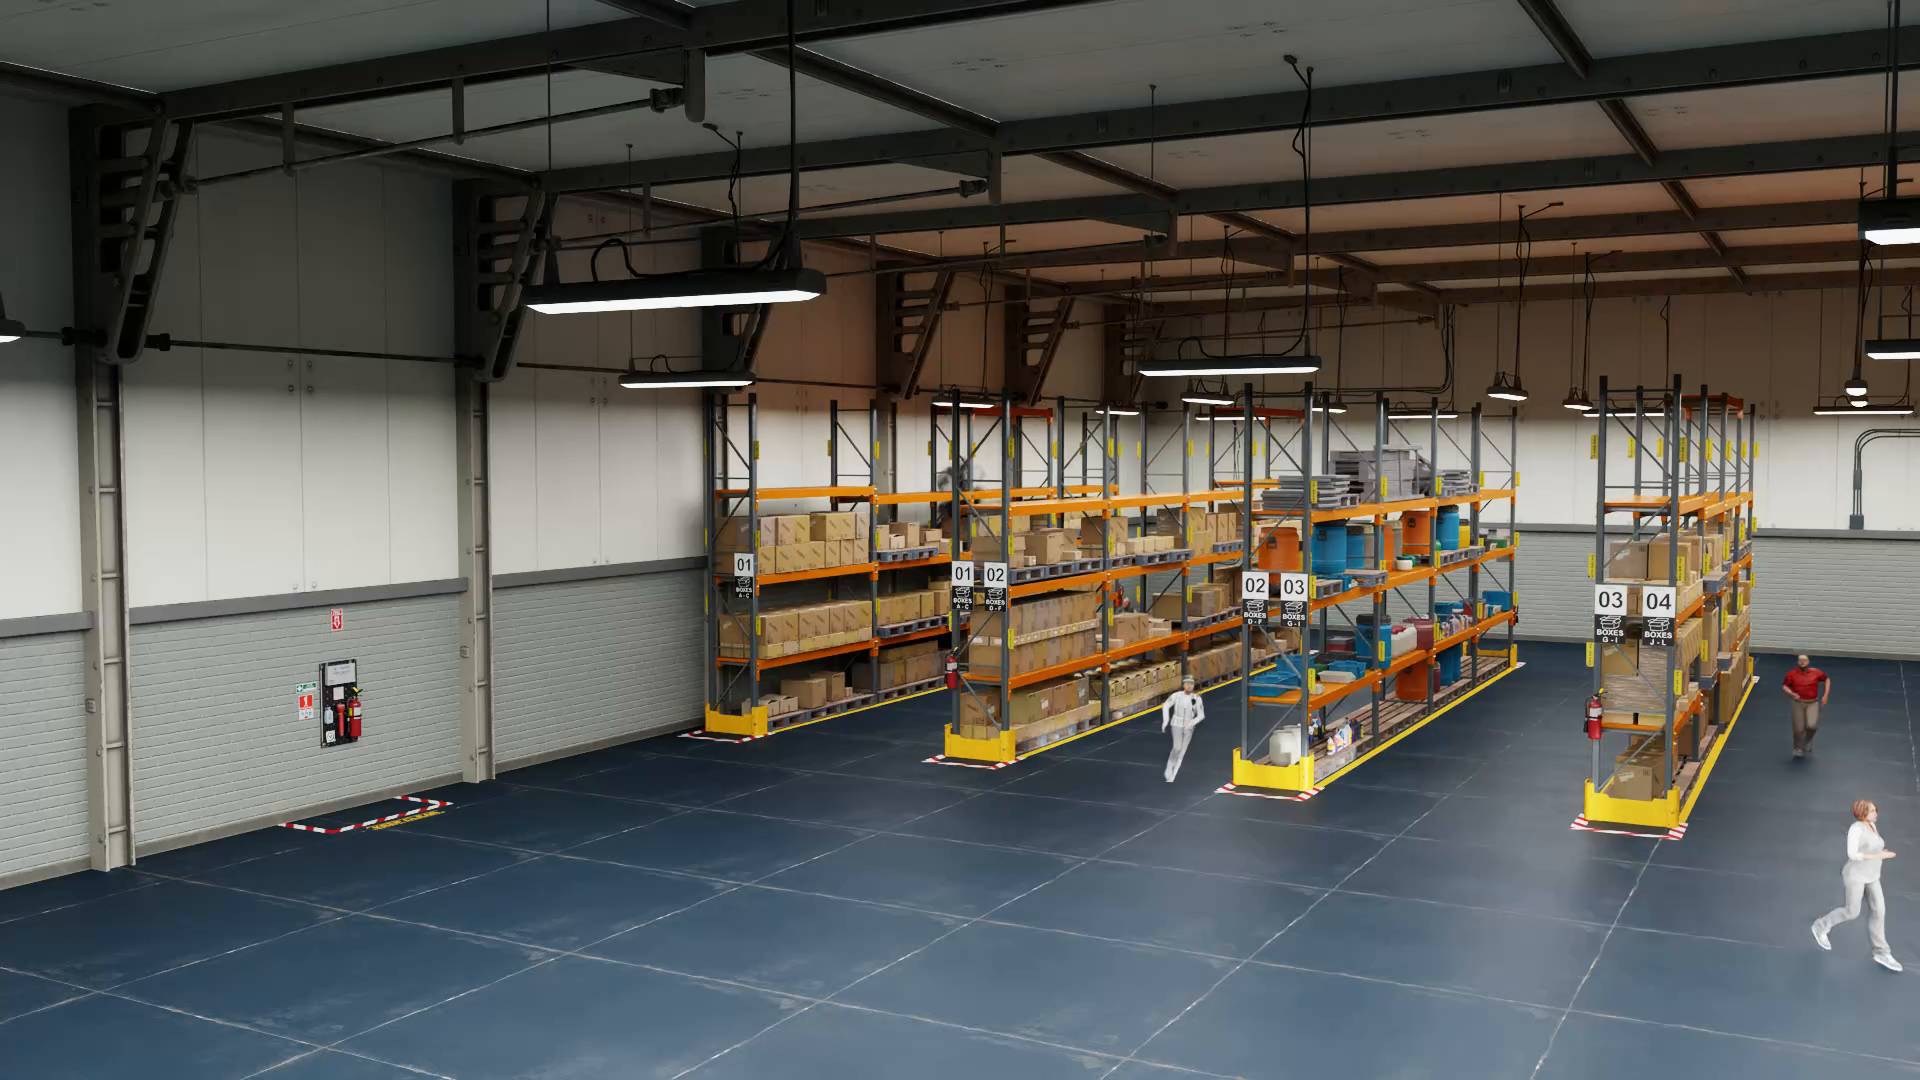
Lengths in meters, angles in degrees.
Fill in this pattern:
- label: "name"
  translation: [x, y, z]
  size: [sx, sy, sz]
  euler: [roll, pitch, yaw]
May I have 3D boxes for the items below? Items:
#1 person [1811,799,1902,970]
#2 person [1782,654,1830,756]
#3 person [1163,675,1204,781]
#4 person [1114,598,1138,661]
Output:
- label: "person"
  translation: [8.749, 3.303, 16.191]
  size: [0.565, 1.597, 0.859]
  euler: [-2, 4, -33]
- label: "person"
  translation: [13.737, 2.696, 27.022]
  size: [0.683, 1.683, 0.756]
  euler: [2, 4, 28]
- label: "person"
  translation: [3.351, 2.829, 24.934]
  size: [0.599, 1.624, 0.580]
  euler: [0, 3, 2]
- label: "person"
  translation: [3.663, 2.132, 36.700]
  size: [0.666, 1.703, 0.922]
  euler: [1, 3, 24]
